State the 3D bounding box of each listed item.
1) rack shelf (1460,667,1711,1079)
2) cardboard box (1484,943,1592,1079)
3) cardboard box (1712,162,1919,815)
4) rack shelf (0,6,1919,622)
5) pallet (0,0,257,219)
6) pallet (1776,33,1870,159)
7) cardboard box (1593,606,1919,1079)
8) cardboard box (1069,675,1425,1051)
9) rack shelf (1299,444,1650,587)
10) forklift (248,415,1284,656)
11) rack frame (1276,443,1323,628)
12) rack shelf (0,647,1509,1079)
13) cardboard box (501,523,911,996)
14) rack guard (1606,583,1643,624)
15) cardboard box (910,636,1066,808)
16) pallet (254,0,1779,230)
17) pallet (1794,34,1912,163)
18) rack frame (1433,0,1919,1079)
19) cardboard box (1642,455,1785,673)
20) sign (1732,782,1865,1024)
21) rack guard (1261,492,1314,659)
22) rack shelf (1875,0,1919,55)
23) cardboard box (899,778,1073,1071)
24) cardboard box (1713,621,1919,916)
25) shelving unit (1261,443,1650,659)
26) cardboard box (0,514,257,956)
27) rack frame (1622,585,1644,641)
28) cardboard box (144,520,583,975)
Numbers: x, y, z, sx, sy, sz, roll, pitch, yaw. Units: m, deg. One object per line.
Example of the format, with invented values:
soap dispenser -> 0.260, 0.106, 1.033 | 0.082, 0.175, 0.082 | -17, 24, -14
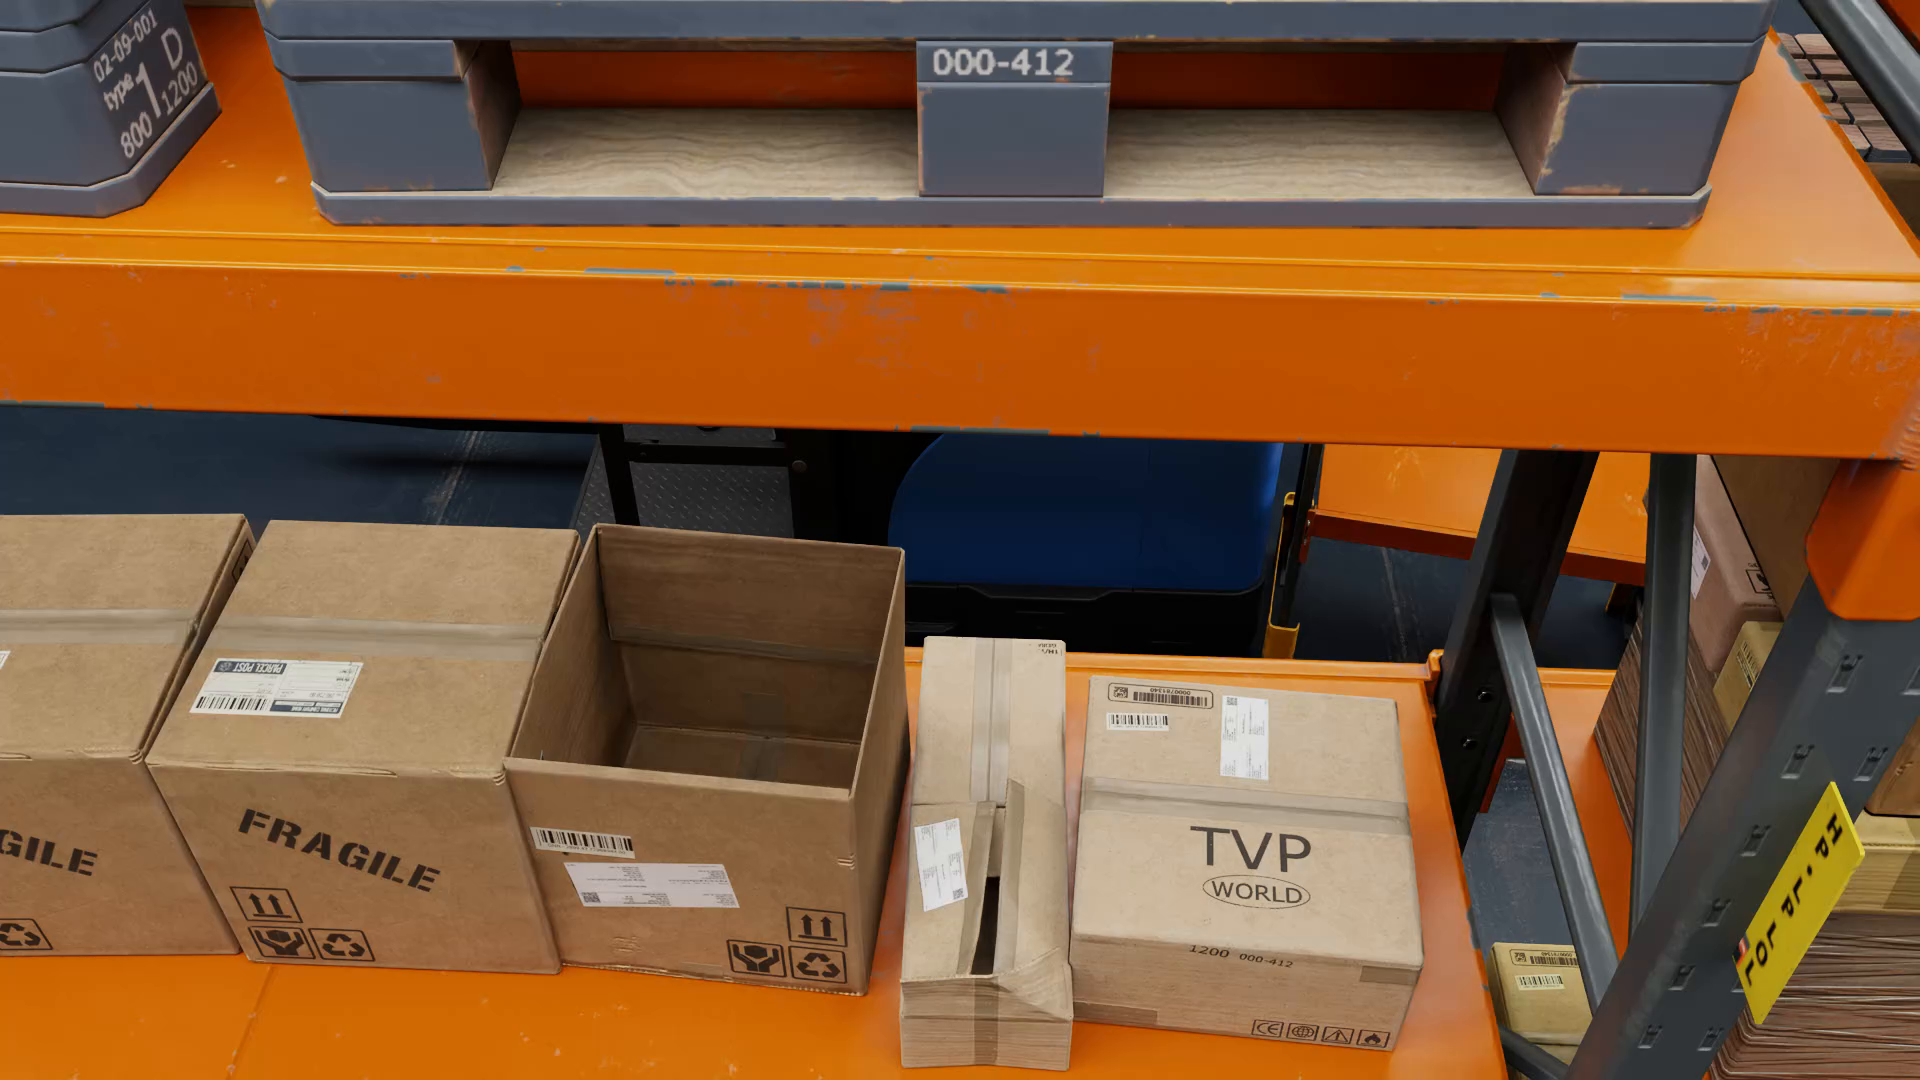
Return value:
rack shelf -> 2.927, 0.752, 2.770 | 4.000, 0.370, 1.077 | 2, 43, 2
cardboard box -> 1.402, 1.145, 3.529 | 0.500, 0.250, 0.500 | 2, 43, 2
cardboard box -> 1.373, -0.075, 2.104 | 0.500, 0.500, 0.700 | 2, 43, 2
rack shelf -> -1.069, -0.469, 1.879 | 4.000, 0.370, 1.077 | 2, 43, 2
pallet -> -1.267, -0.732, 1.773 | 1.213, 0.211, 1.003 | 4, 43, 4
pallet -> 3.047, -1.841, 7.071 | 1.213, 0.211, 1.003 | 2, 43, 2
cardboard box -> 1.373, 0.400, 2.547 | 0.500, 0.500, 0.700 | 1, 43, 1
cardboard box -> 0.435, 0.497, 2.626 | 0.500, 0.250, 0.500 | 4, 43, 5
rack shelf -> 1.458, -0.102, 4.523 | 1.000, 0.185, 0.538 | 9, 44, 10
forklift -> -0.629, -1.091, 4.271 | 3.031, 2.935, 1.130 | 2, 43, 2
rack frame -> 0.962, -0.312, 4.485 | 0.032, 1.500, 0.500 | 9, 44, 10
rack shelf -> -1.069, 0.629, 2.902 | 4.000, 0.370, 1.077 | 2, 43, 2
cardboard box -> -0.363, 0.340, 2.611 | 0.500, 0.500, 0.500 | 5, 43, 5
rack guard -> 1.934, 0.299, 4.746 | 0.087, 0.250, 0.587 | 9, 44, 10
cardboard box -> 0.053, 0.353, 2.855 | 0.250, 0.149, 0.380 | 2, 43, 2
pallet -> 0.048, -0.619, 1.653 | 1.217, 0.209, 0.805 | 0, 43, 0
pallet -> 4.263, -1.801, 7.029 | 1.213, 0.211, 1.003 | 2, 43, 2
rack frame -> 0.929, 0.427, 2.591 | 0.127, 3.000, 1.000 | 2, 43, 2
cardboard box -> 1.211, 0.016, 2.483 | 0.250, 0.149, 0.380 | 2, 43, 2
sign -> 0.915, 0.402, 1.826 | 0.005, 0.325, 0.100 | 2, 43, 2
rack guard -> 0.964, 0.145, 4.911 | 0.087, 0.250, 0.587 | 9, 44, 10
rack shelf -> 2.927, -0.346, 1.748 | 4.000, 0.370, 1.077 | 2, 43, 2
cardboard box -> 0.043, 0.574, 2.531 | 0.258, 0.266, 0.396 | 1, 43, 1
cardboard box -> 1.189, 0.293, 2.185 | 0.250, 0.149, 0.380 | 2, 43, 2
shelving unit -> 1.449, -0.235, 4.402 | 1.083, 1.500, 0.587 | 9, 44, 10
cardboard box -> -1.390, 0.308, 2.645 | 0.500, 0.500, 0.500 | 0, 43, 0
rack frame -> 1.953, -0.155, 4.317 | 0.032, 1.500, 0.500 | 9, 44, 10
cardboard box -> -0.864, 0.324, 2.628 | 0.500, 0.500, 0.500 | 2, 43, 2
